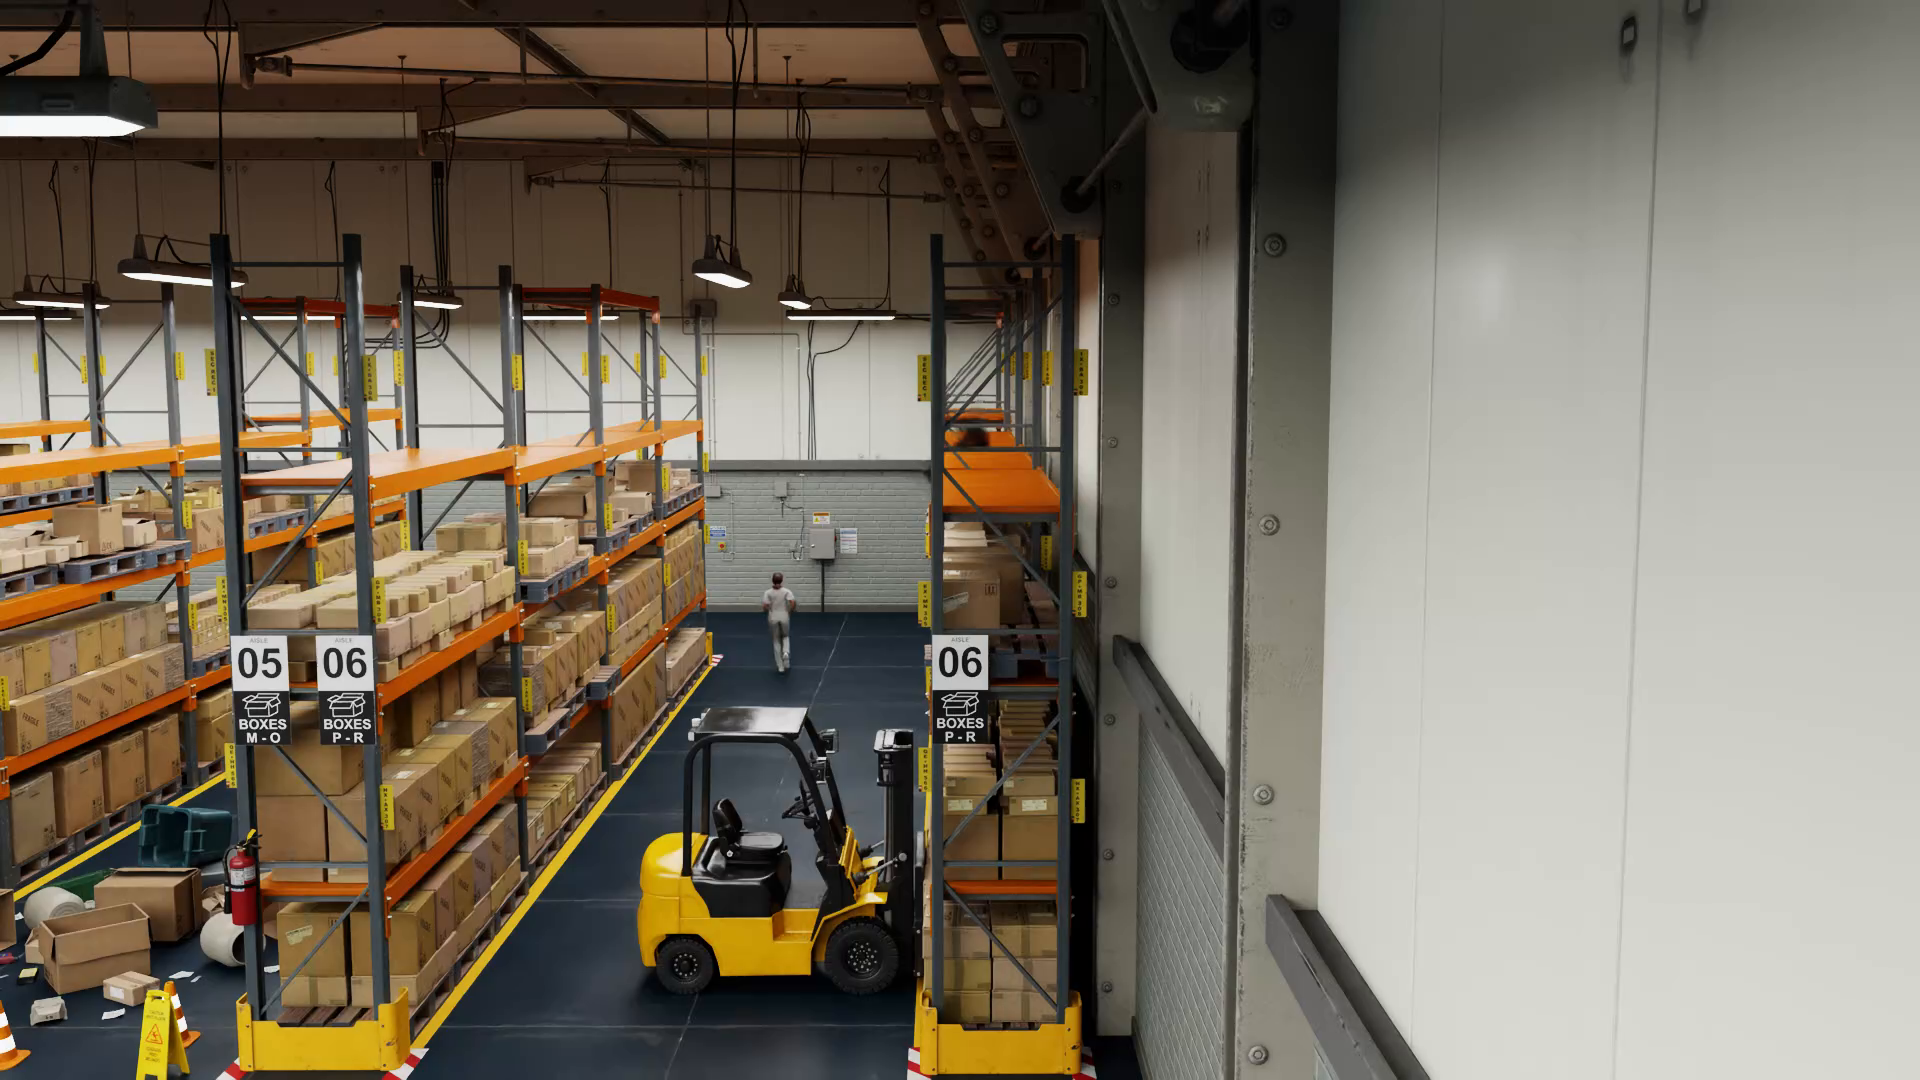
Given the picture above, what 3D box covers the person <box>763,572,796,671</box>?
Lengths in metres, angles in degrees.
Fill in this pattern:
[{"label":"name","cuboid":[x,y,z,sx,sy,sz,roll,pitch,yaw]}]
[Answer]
[{"label":"person","cuboid":[-2.981,1.329,27.378,0.541,1.627,0.530,-1,6,-11]}]
